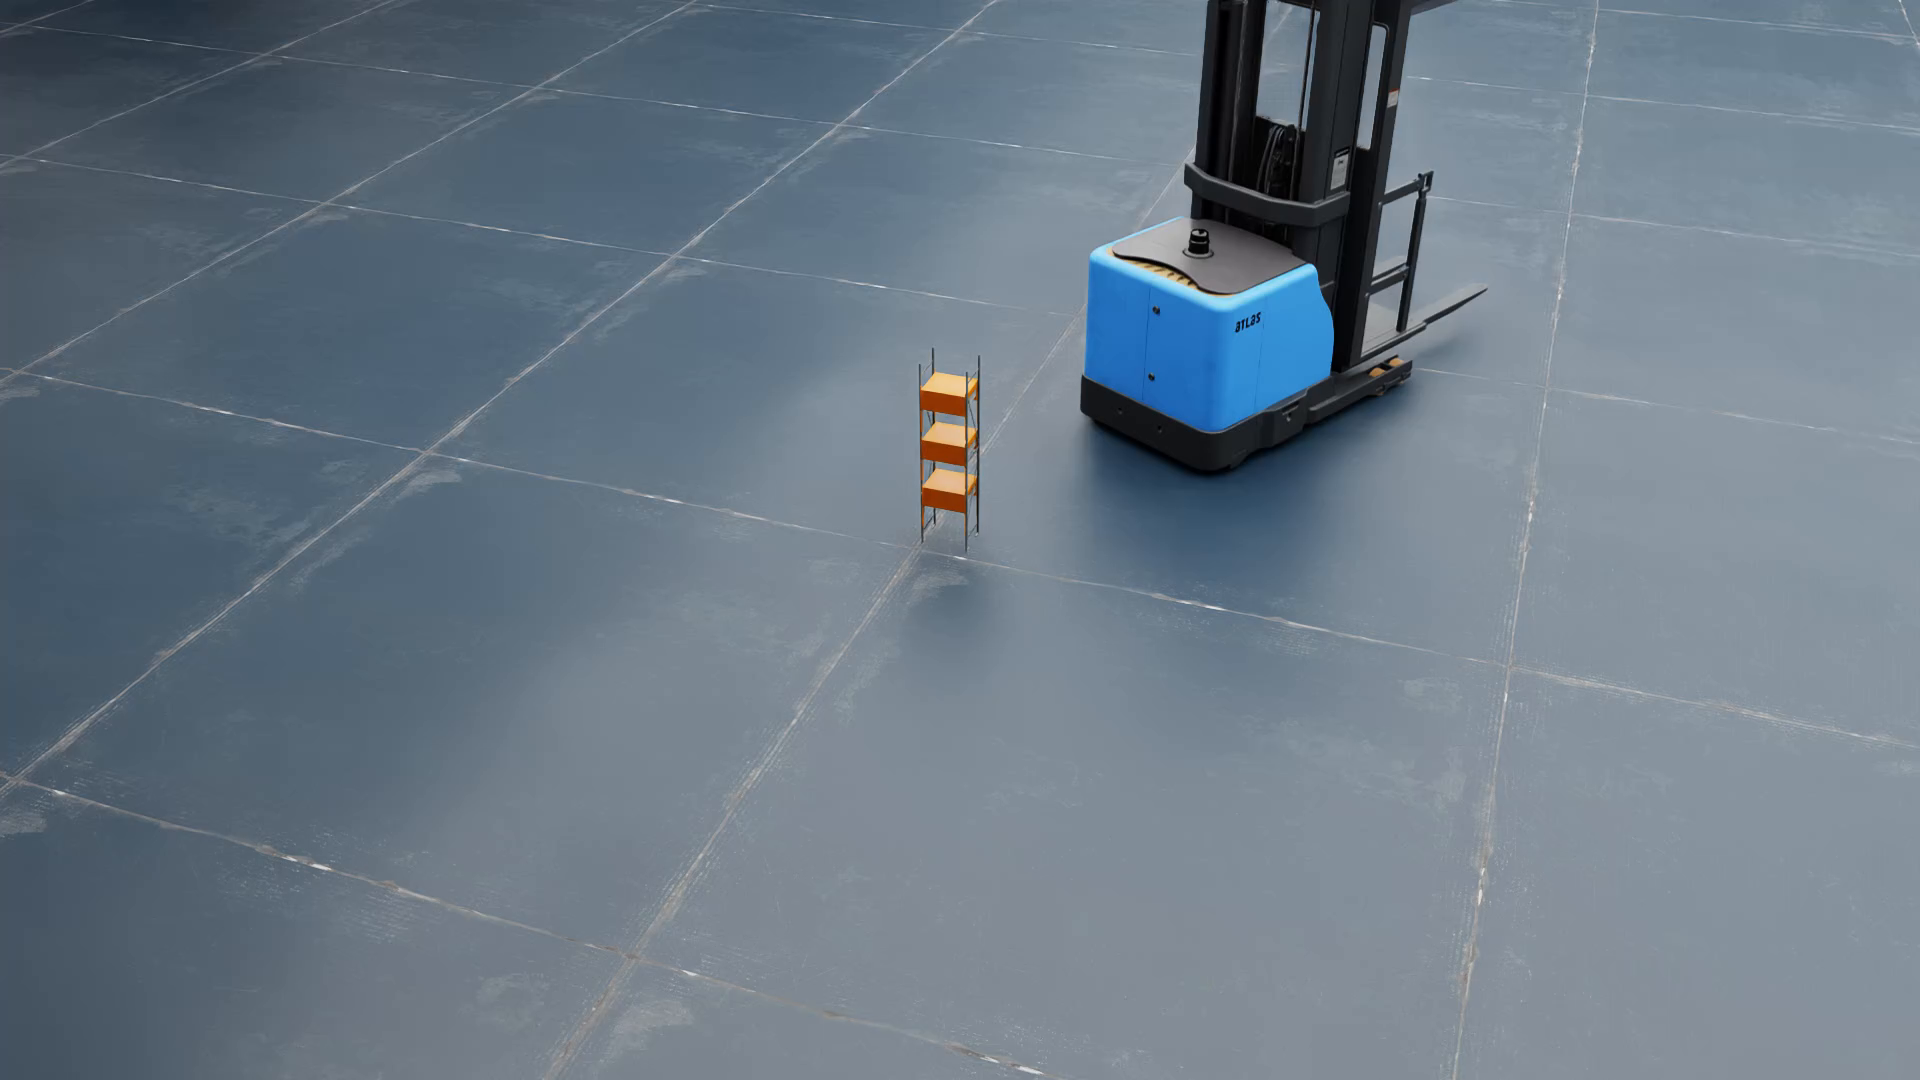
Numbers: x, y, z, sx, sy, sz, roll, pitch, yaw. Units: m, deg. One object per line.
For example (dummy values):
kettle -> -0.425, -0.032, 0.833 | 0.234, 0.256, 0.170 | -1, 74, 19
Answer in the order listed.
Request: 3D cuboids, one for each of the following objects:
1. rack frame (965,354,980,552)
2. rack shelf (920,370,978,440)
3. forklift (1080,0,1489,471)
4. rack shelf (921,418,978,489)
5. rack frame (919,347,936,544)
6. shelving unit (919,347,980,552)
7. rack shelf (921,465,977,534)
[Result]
rack frame -> 0.064, -0.429, 8.446 | 0.008, 1.050, 0.200 | 11, 34, 16
rack shelf -> -0.050, -0.680, 8.332 | 0.240, 0.259, 0.215 | 11, 34, 16
forklift -> 2.135, -2.293, 9.600 | 3.031, 2.935, 1.130 | -26, 41, -35
rack shelf -> -0.050, -0.442, 8.486 | 0.240, 0.259, 0.215 | 11, 34, 16
rack frame -> -0.165, -0.473, 8.515 | 0.008, 1.050, 0.200 | 11, 34, 16
shelving unit -> -0.050, -0.451, 8.480 | 0.252, 1.050, 0.215 | 11, 34, 16
rack shelf -> -0.050, -0.208, 8.637 | 0.240, 0.259, 0.215 | 11, 34, 16
